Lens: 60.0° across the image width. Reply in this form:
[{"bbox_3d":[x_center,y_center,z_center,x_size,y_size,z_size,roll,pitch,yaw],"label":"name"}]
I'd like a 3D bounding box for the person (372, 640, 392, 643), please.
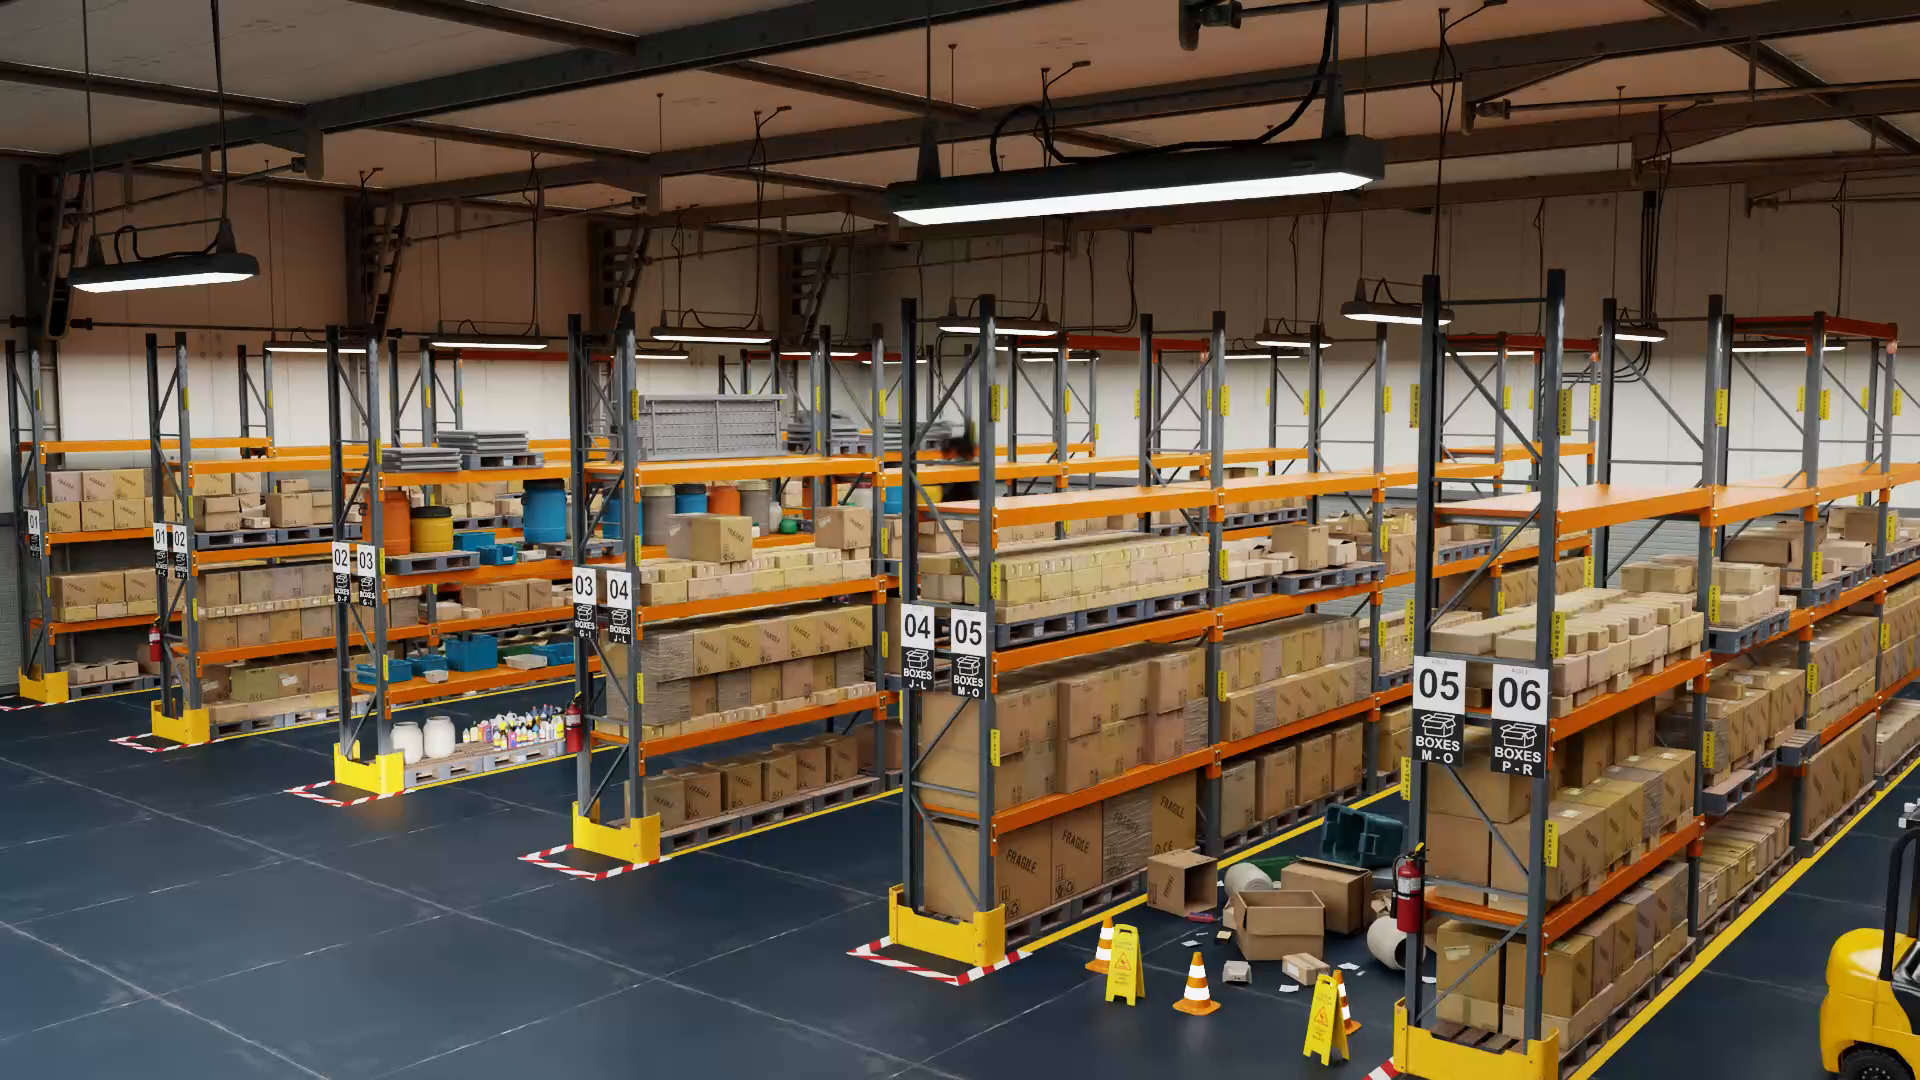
[{"bbox_3d":[-10.033,1.649,28.869,0.711,1.763,1.081,3,6,30],"label":"person"}]
